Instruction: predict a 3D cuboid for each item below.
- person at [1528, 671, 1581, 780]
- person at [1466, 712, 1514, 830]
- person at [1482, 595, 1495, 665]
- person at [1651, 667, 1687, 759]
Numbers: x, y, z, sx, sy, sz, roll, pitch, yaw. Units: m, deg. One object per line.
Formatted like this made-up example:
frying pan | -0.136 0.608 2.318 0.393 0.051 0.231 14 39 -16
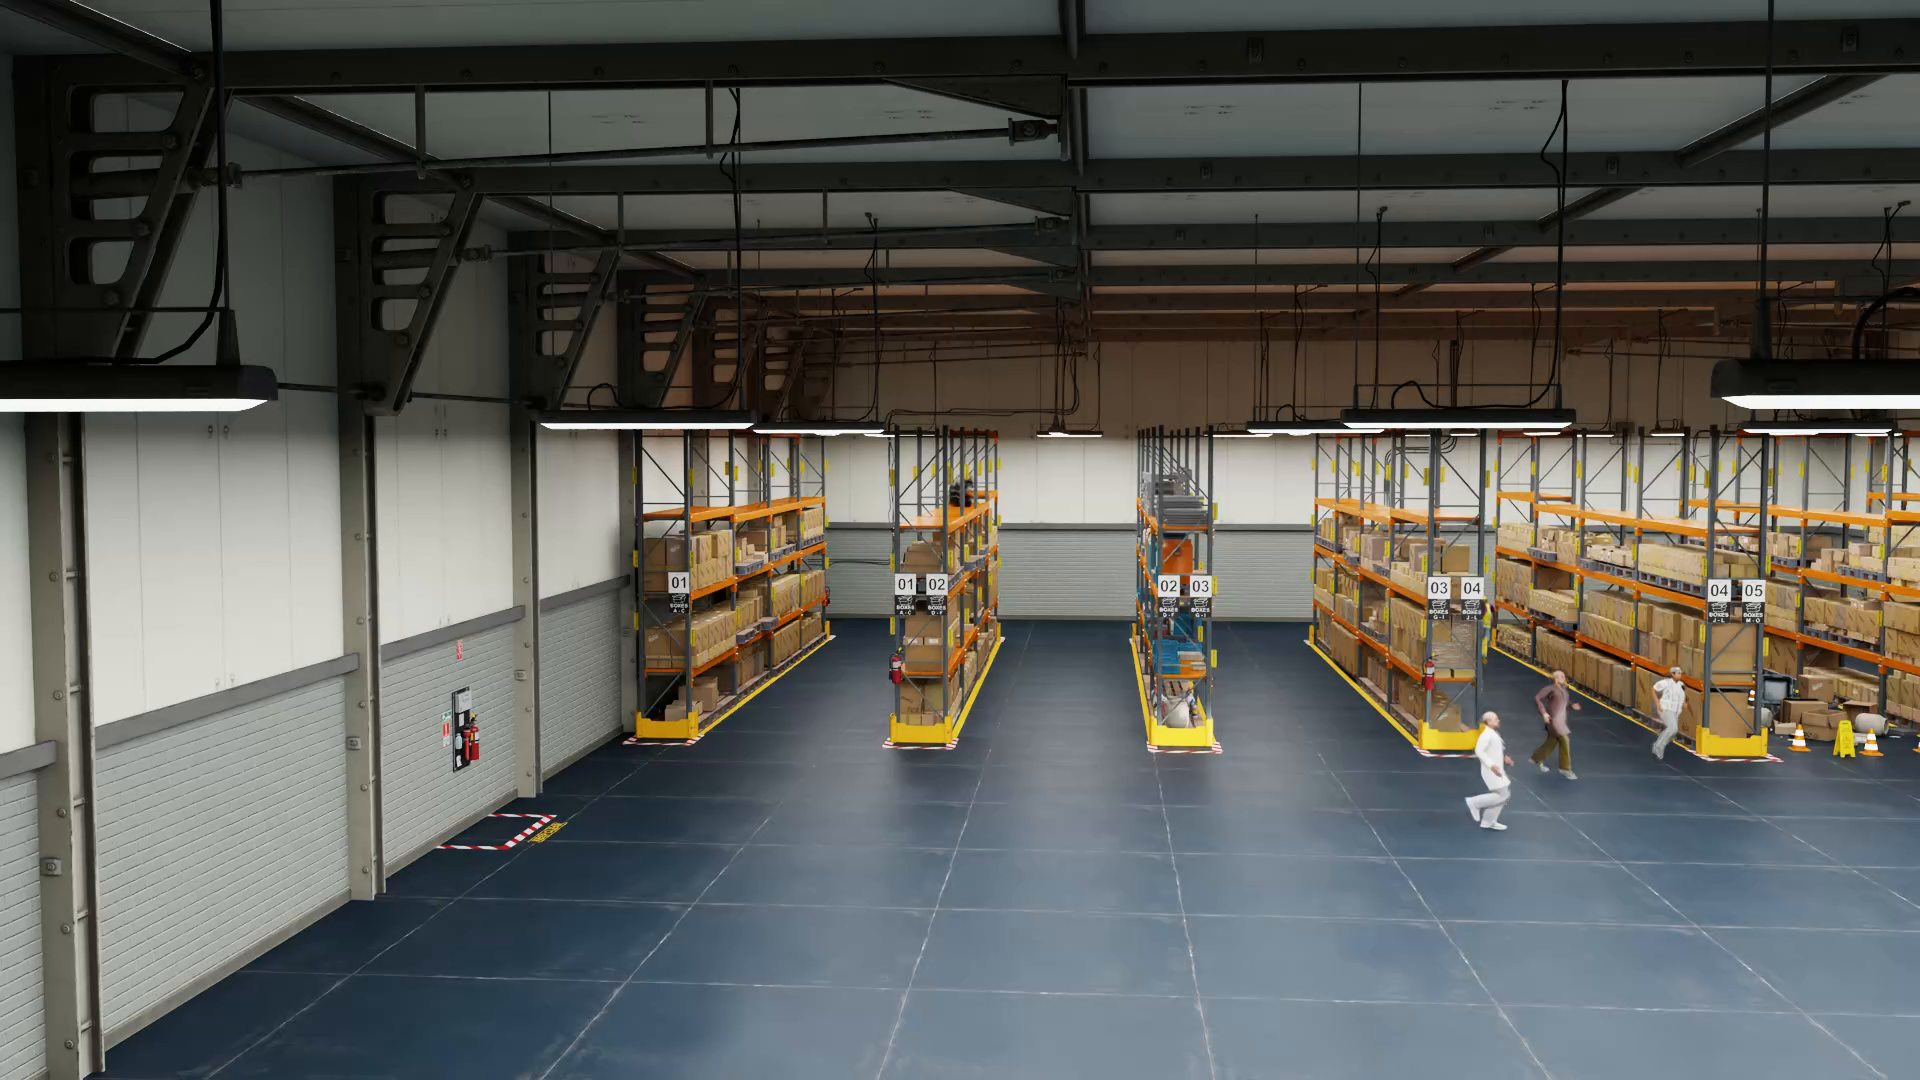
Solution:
person | 10.144 3.129 28.354 0.916 1.827 0.693 3 4 40
person | 7.800 3.390 24.462 0.638 1.733 0.708 2 4 25
person | 13.388 2.289 42.655 0.727 1.802 0.848 0 3 3
person | 12.821 3.113 30.000 0.659 1.656 0.607 -2 4 -25
